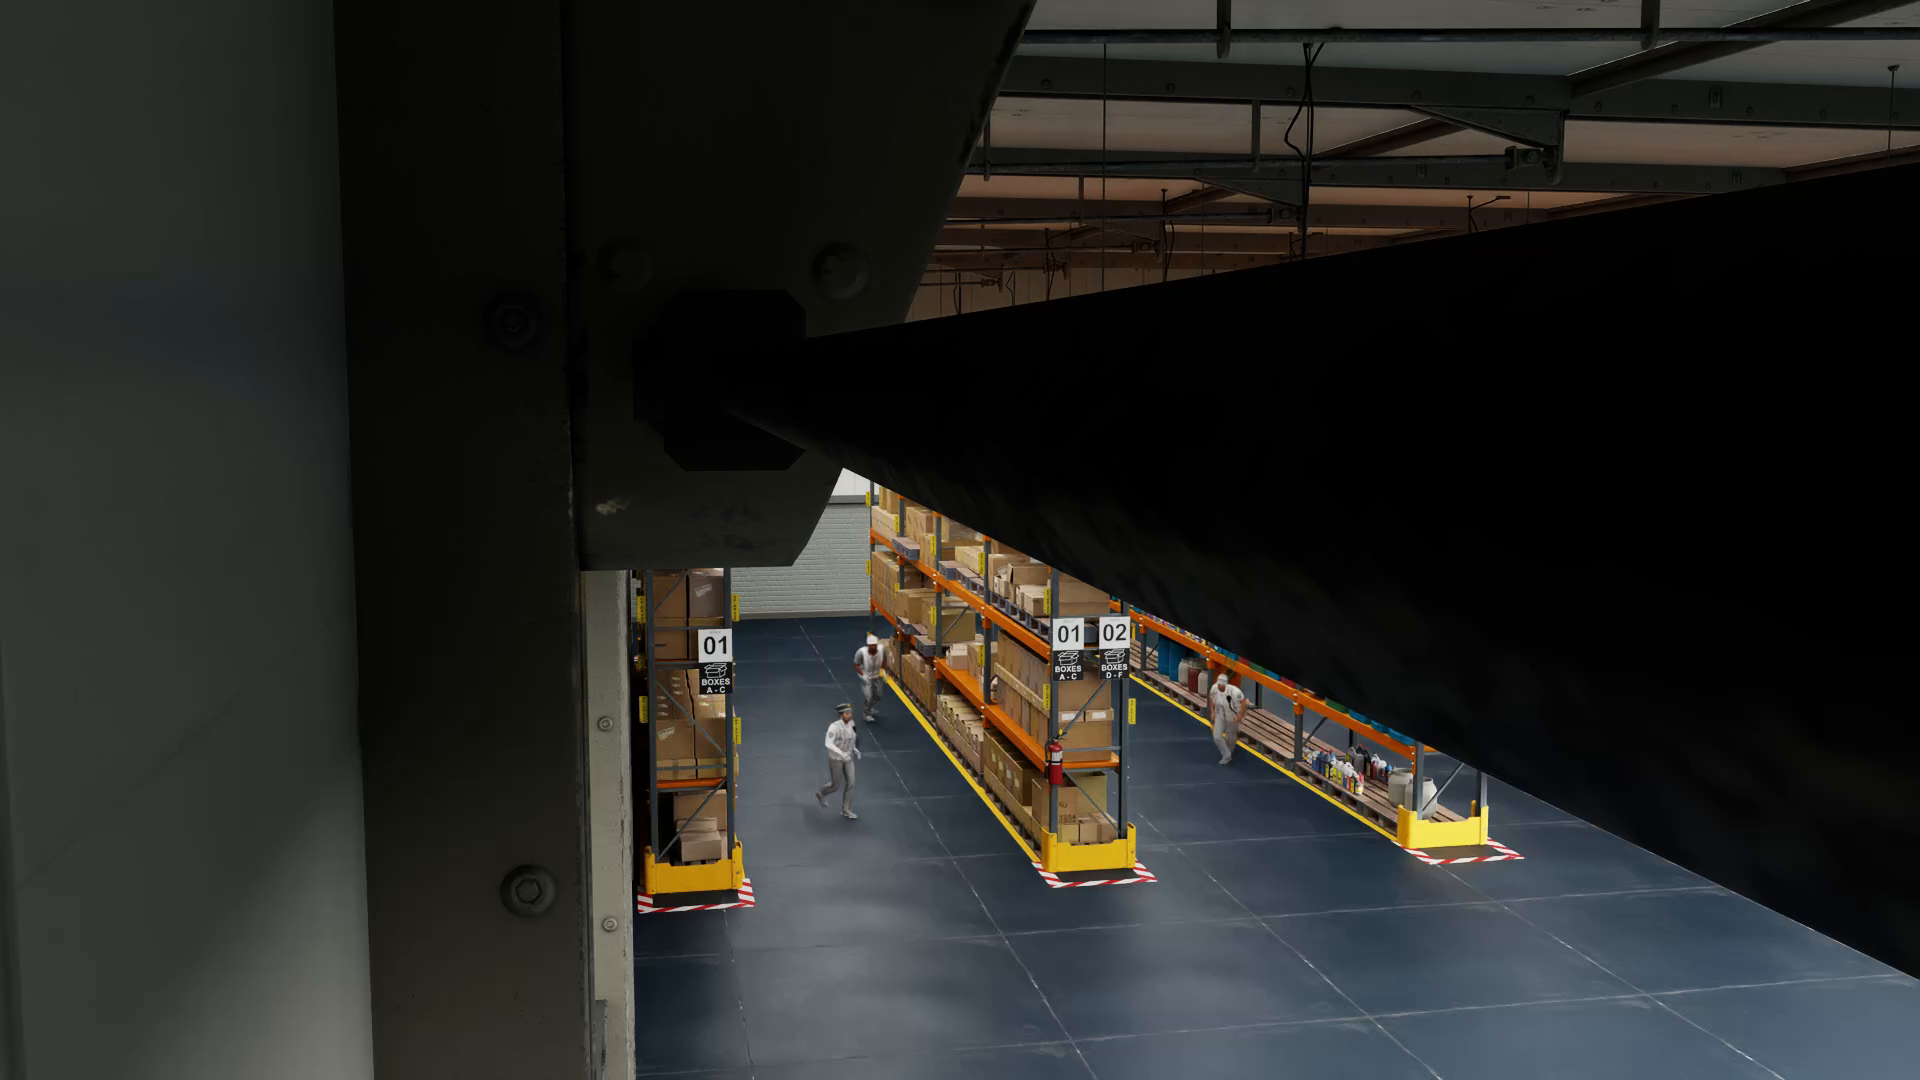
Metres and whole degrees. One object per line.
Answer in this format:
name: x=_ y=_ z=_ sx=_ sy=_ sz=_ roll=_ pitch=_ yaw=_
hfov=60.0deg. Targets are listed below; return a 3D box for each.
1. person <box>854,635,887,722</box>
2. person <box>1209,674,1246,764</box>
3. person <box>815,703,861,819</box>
person: x=-1.612 y=2.437 z=29.582 sx=0.664 sy=1.613 sz=0.936 roll=-3 pitch=7 yaw=-28
person: x=4.278 y=2.831 z=26.539 sx=0.612 sy=1.498 sz=0.932 roll=3 pitch=7 yaw=24
person: x=-1.739 y=3.072 z=23.481 sx=0.613 sy=1.651 sz=0.788 roll=-6 pitch=8 yaw=-44
